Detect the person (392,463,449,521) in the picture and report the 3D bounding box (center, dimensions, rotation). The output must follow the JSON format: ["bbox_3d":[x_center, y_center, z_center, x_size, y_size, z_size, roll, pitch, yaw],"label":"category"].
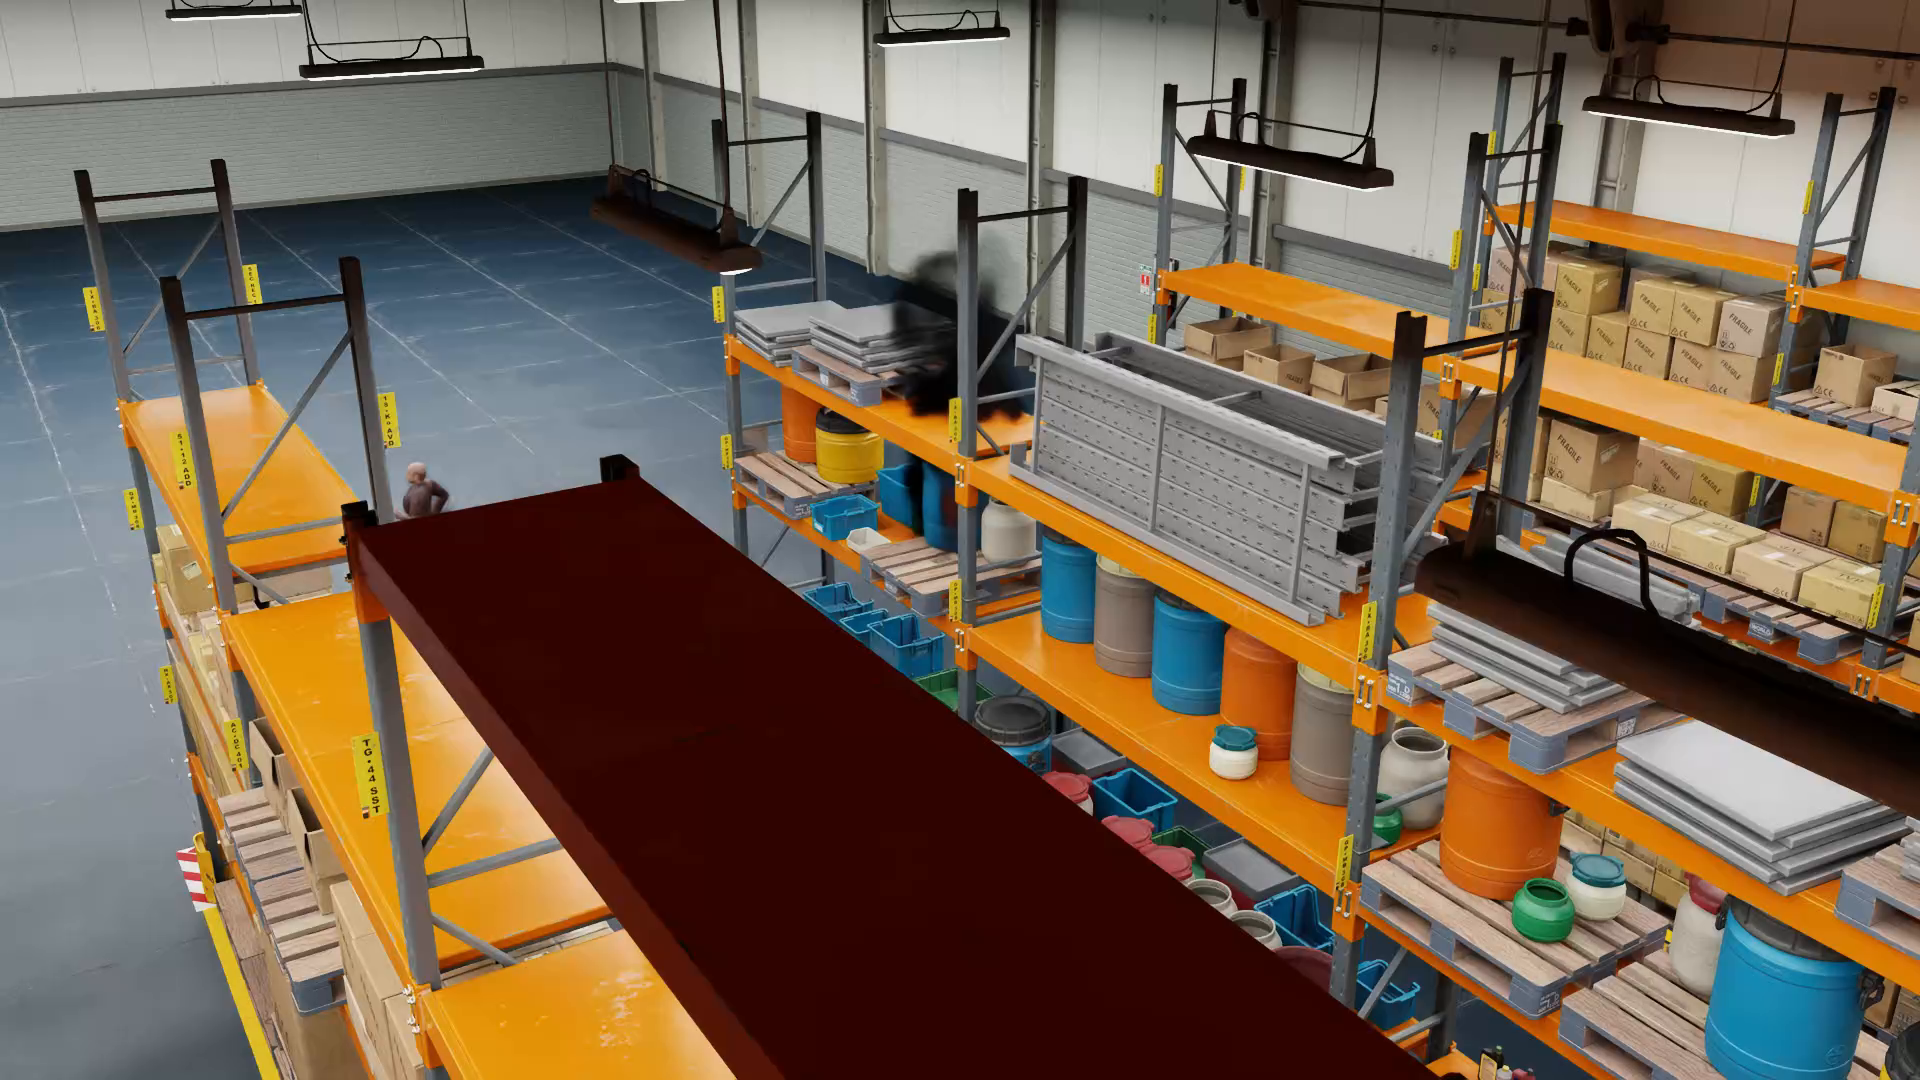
[{"bbox_3d":[-6.133,-0.029,19.020,0.981,1.807,0.687,-4,22,-10],"label":"person"}]

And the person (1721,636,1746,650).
[{"bbox_3d":[7.095,1.448,15.681,0.559,1.534,0.583,-18,28,-37],"label":"person"}]
